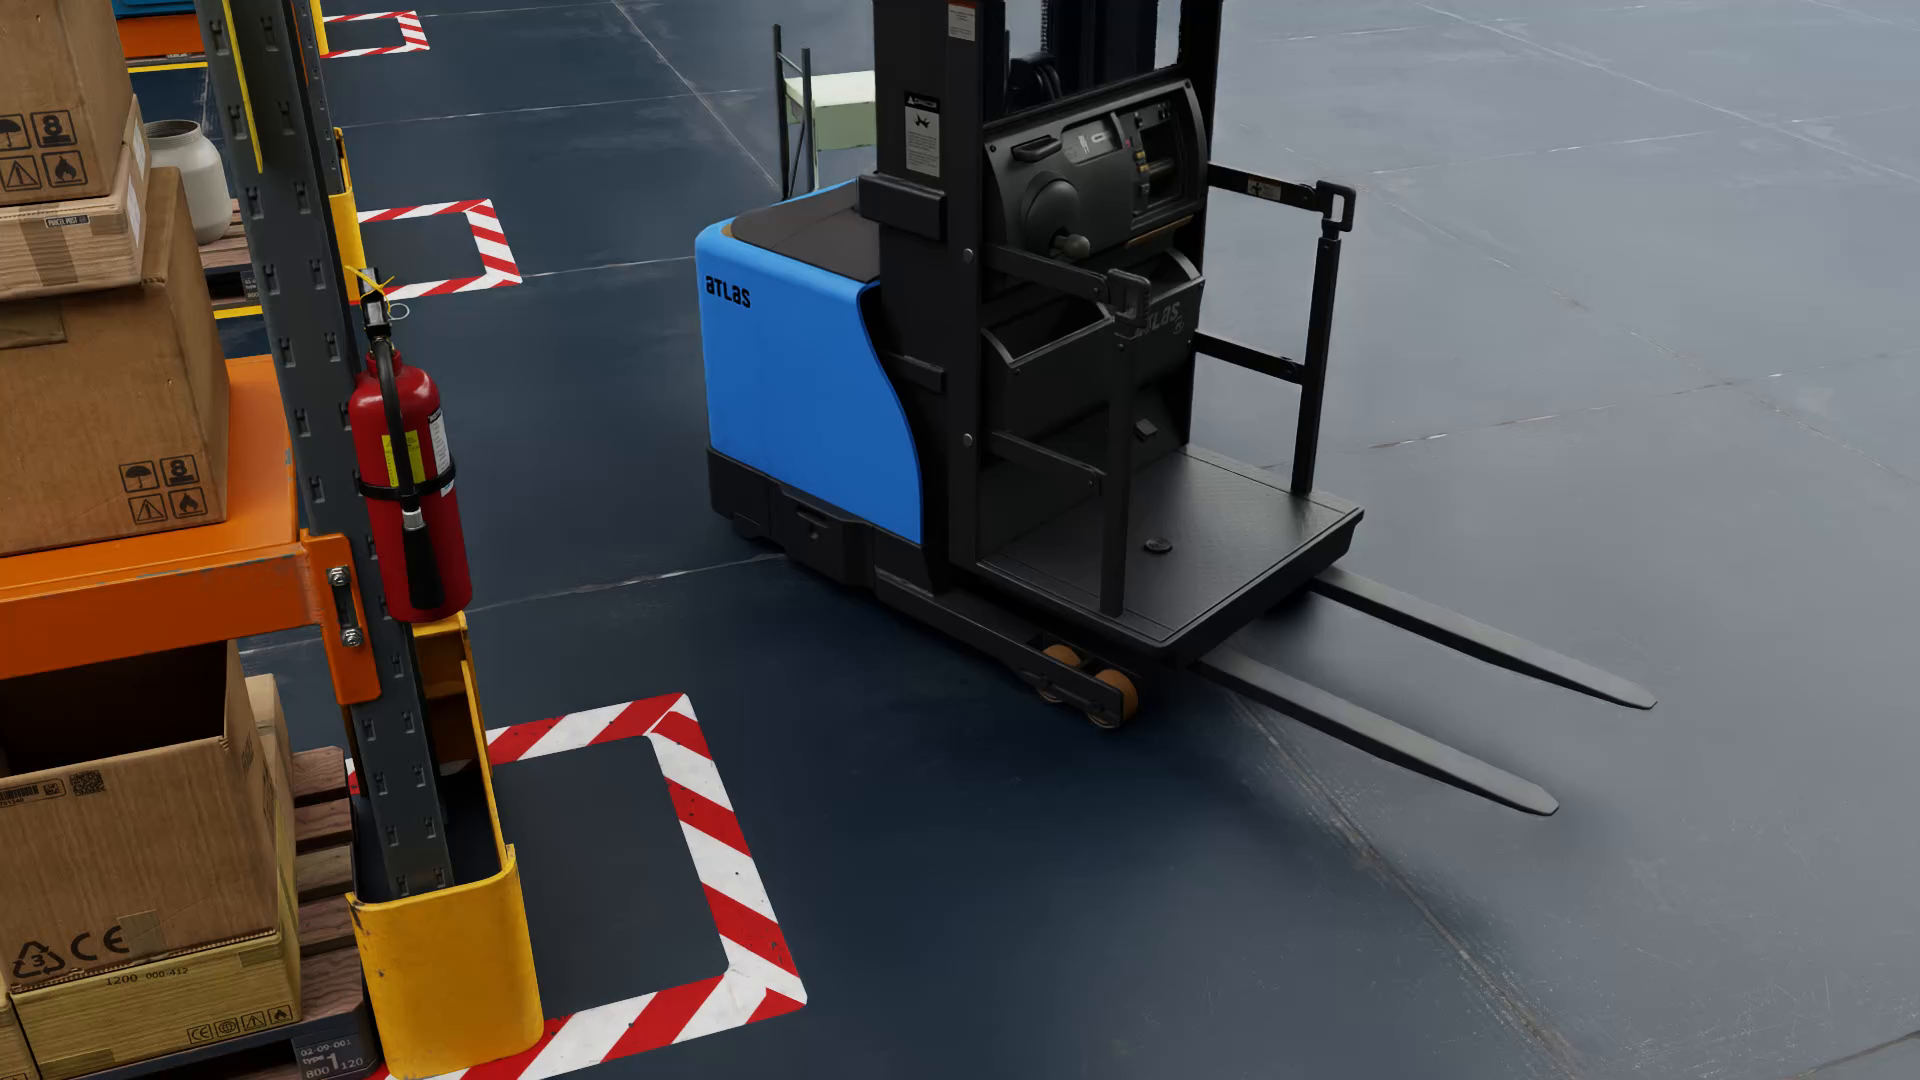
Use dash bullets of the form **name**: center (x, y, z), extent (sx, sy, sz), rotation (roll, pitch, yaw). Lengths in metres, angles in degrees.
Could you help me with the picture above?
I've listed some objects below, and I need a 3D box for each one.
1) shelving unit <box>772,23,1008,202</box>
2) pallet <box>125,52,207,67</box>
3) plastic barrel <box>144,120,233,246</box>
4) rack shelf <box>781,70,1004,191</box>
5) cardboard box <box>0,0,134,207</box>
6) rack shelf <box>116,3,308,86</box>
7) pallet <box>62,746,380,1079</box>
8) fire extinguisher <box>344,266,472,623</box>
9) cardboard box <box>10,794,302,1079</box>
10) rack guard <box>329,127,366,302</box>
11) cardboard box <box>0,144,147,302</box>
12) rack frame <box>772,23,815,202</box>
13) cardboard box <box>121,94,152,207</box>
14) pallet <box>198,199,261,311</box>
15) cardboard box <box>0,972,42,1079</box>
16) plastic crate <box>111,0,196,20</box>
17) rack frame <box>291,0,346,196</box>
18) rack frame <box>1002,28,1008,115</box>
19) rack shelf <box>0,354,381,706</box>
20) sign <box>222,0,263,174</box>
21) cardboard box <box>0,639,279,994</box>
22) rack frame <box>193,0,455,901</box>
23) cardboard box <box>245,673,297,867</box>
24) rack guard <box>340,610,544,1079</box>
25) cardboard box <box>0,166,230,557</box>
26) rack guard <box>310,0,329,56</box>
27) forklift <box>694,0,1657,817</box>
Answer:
- **shelving unit**: center (-0.252, -1.179, 6.304), extent (0.755, 1.500, 0.431), rotation (-11, 31, -18)
- **pallet**: center (-5.612, -3.648, 11.939), extent (1.213, 0.211, 1.003), rotation (-10, 31, -18)
- **plastic barrel**: center (-3.630, -1.651, 7.706), extent (0.421, 0.512, 0.421), rotation (0, 30, 0)
- **rack shelf**: center (-0.252, -1.518, 6.111), extent (0.720, 0.370, 0.431), rotation (-11, 31, -18)
- **cardboard box**: center (-1.807, -0.923, 2.928), extent (0.500, 0.500, 0.700), rotation (-10, 31, -17)
- **rack shelf**: center (-4.914, -2.040, 7.028), extent (4.000, 0.370, 1.077), rotation (-10, 31, -18)
- **pallet**: center (-2.018, 0.963, 3.846), extent (1.213, 0.211, 1.003), rotation (-10, 31, -18)
- **fire extinguisher**: center (-1.043, -0.171, 3.098), extent (0.183, 0.674, 0.296), rotation (-10, 31, -18)
- **cardboard box**: center (-1.715, 0.842, 3.595), extent (0.500, 0.250, 0.500), rotation (-10, 31, -18)
- **rack guard**: center (-3.094, -1.577, 8.013), extent (0.348, 0.500, 1.175), rotation (-10, 31, -18)
- **cardboard box**: center (-1.607, -0.570, 2.965), extent (0.250, 0.149, 0.380), rotation (-11, 31, -18)
- **rack frame**: center (-0.594, -1.113, 6.189), extent (0.023, 1.500, 0.400), rotation (-11, 31, -18)
- **cardboard box**: center (-1.759, -0.757, 3.292), extent (0.250, 0.149, 0.380), rotation (-11, 31, -18)
- **pallet**: center (-3.858, -1.314, 7.843), extent (1.213, 0.211, 1.003), rotation (-10, 31, -18)
- **cardboard box**: center (-2.180, 0.934, 3.433), extent (0.500, 0.250, 0.500), rotation (-10, 31, -18)
- **plastic crate**: center (-3.404, -2.408, 7.097), extent (0.616, 0.251, 0.499), rotation (-10, 31, -18)
- **rack frame**: center (-3.040, -2.698, 7.456), extent (0.127, 3.000, 1.000), rotation (-10, 31, -18)
- **rack frame**: center (0.089, -1.245, 6.419), extent (0.023, 1.500, 0.400), rotation (-11, 31, -18)
- **rack shelf**: center (-3.190, 0.258, 2.993), extent (4.000, 0.370, 1.077), rotation (-10, 31, -18)
- **sign**: center (-1.140, -0.751, 2.630), extent (0.005, 0.325, 0.100), rotation (-10, 31, -18)
- **cardboard box**: center (-1.715, 0.518, 3.407), extent (0.500, 0.500, 0.500), rotation (-10, 31, -18)
- **rack frame**: center (-1.316, -0.400, 3.421), extent (0.127, 3.000, 1.000), rotation (-10, 31, -18)
- **cardboard box**: center (-1.896, 0.602, 4.016), extent (0.500, 0.250, 0.500), rotation (-10, 31, -18)
- **rack guard**: center (-1.293, 0.682, 4.047), extent (0.348, 0.500, 1.175), rotation (-10, 31, -18)
- **cardboard box**: center (-1.758, -0.368, 3.265), extent (0.500, 0.500, 0.700), rotation (-10, 31, -18)
- **rack guard**: center (-4.838, -3.897, 12.085), extent (0.348, 0.500, 1.175), rotation (-10, 31, -18)
- **forklift**: center (0.558, -1.025, 4.588), extent (3.031, 2.935, 1.130), rotation (24, 38, 36)
